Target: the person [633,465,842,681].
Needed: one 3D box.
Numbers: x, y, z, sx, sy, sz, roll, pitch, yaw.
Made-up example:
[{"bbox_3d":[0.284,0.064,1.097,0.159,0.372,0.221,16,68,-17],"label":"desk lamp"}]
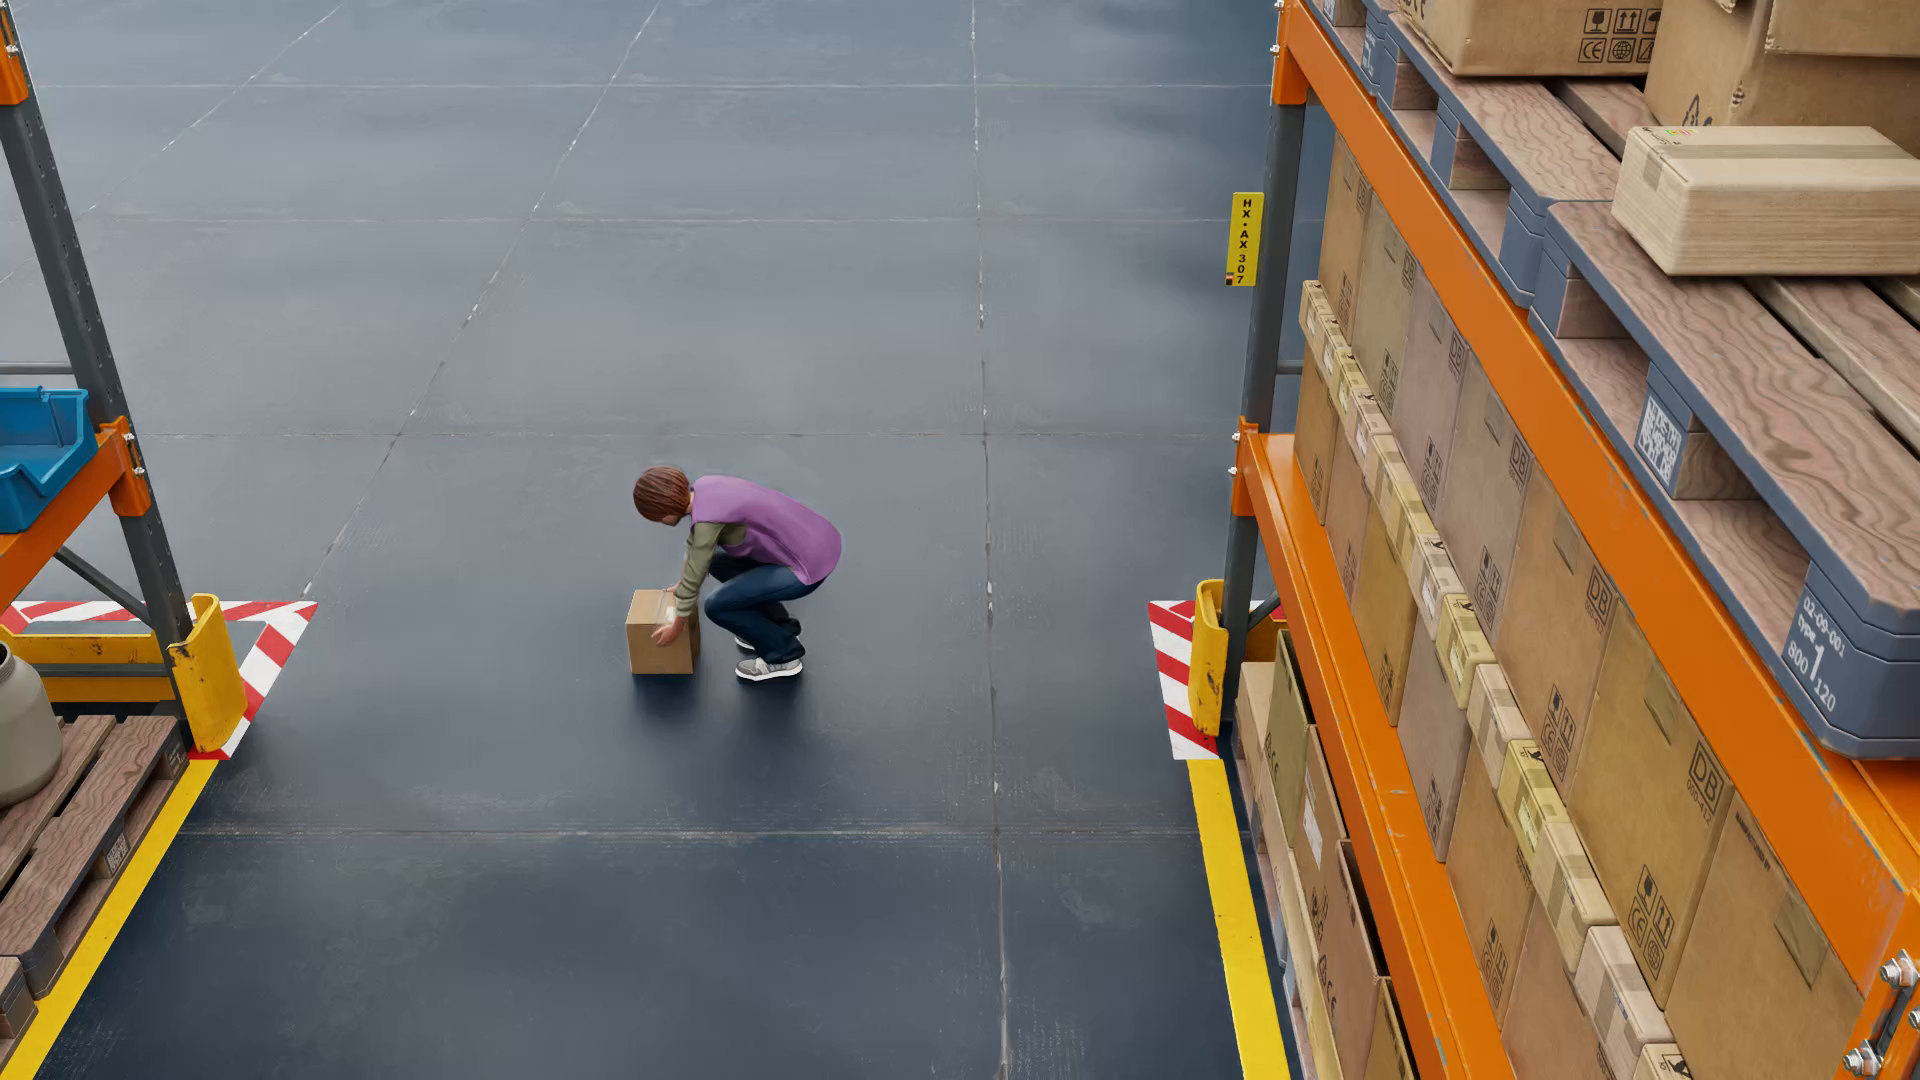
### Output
[{"bbox_3d":[-0.861,0.109,6.605,0.788,0.928,0.444,0,32,0],"label":"person"}]
